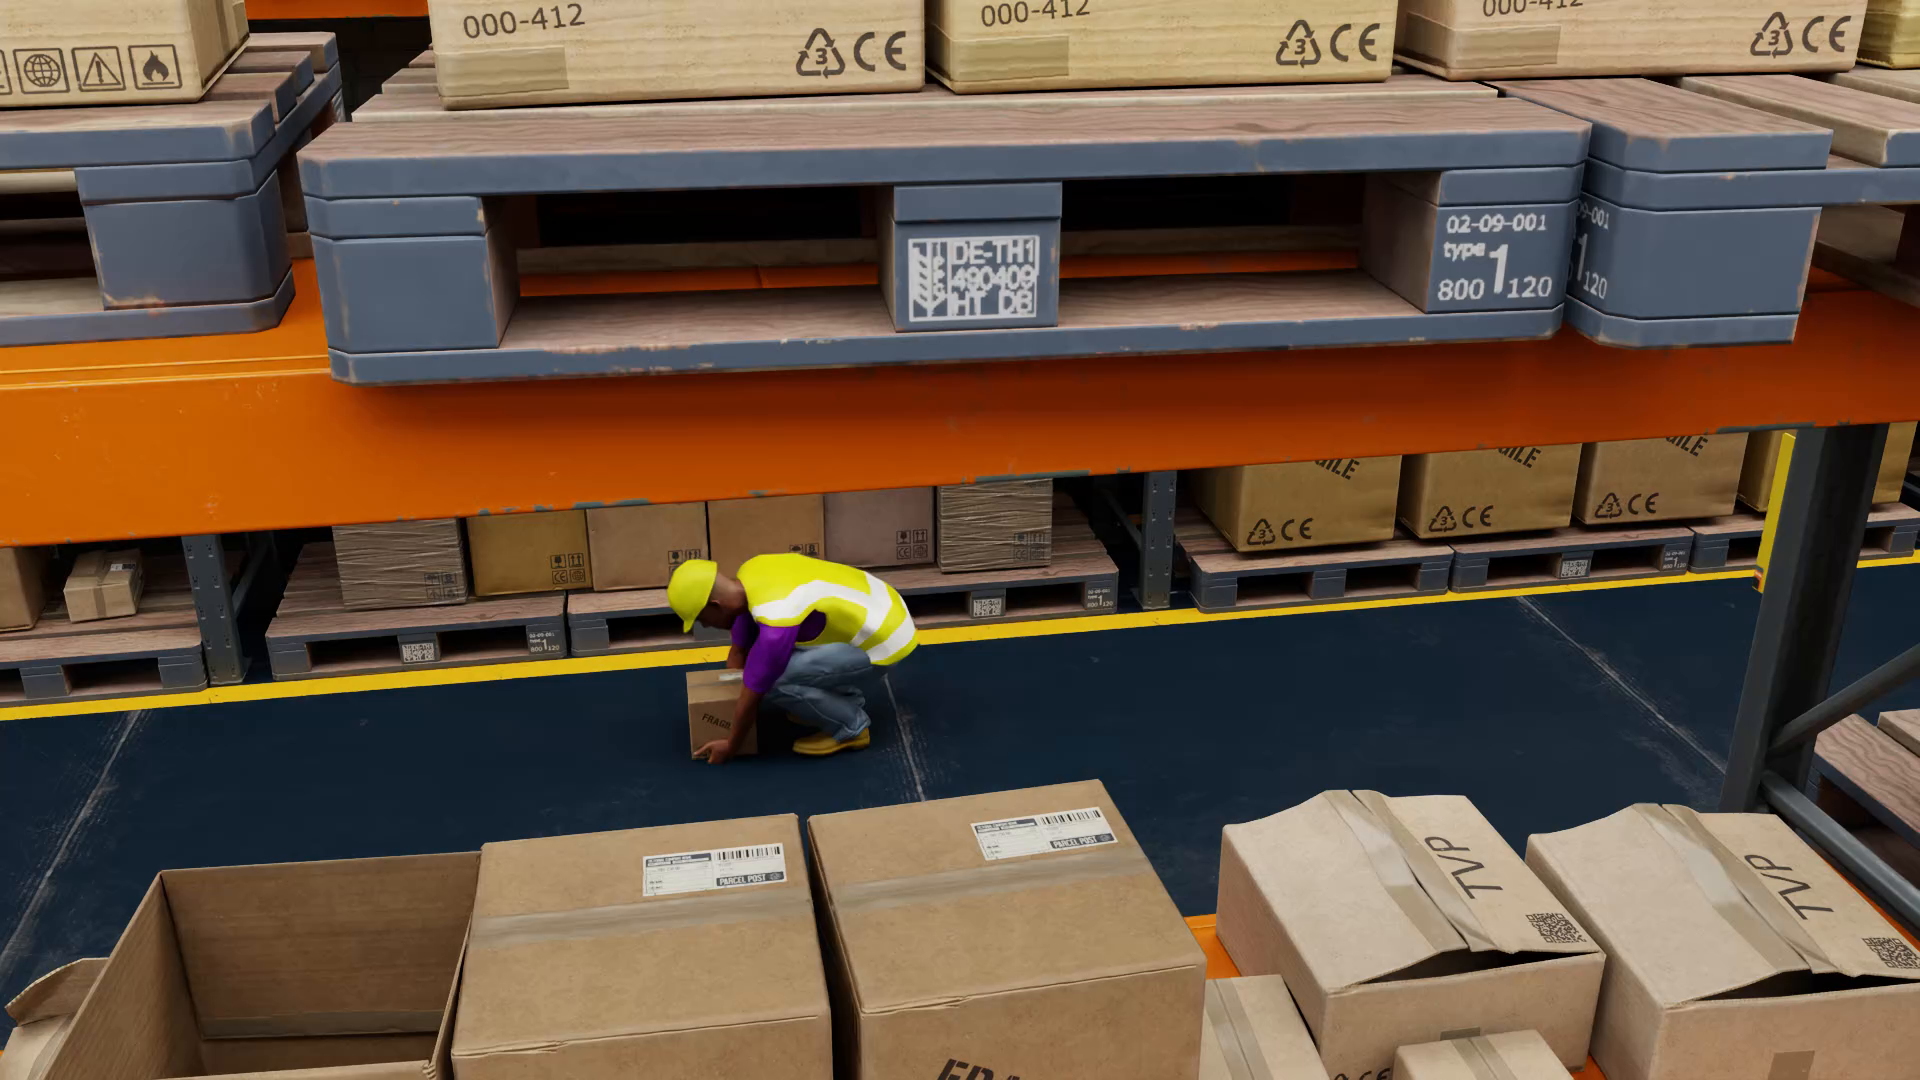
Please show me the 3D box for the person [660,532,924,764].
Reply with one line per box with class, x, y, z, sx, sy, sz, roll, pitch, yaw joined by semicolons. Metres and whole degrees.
person;-0.632;0.405;6.340;0.979;0.845;0.515;-5;24;-11
